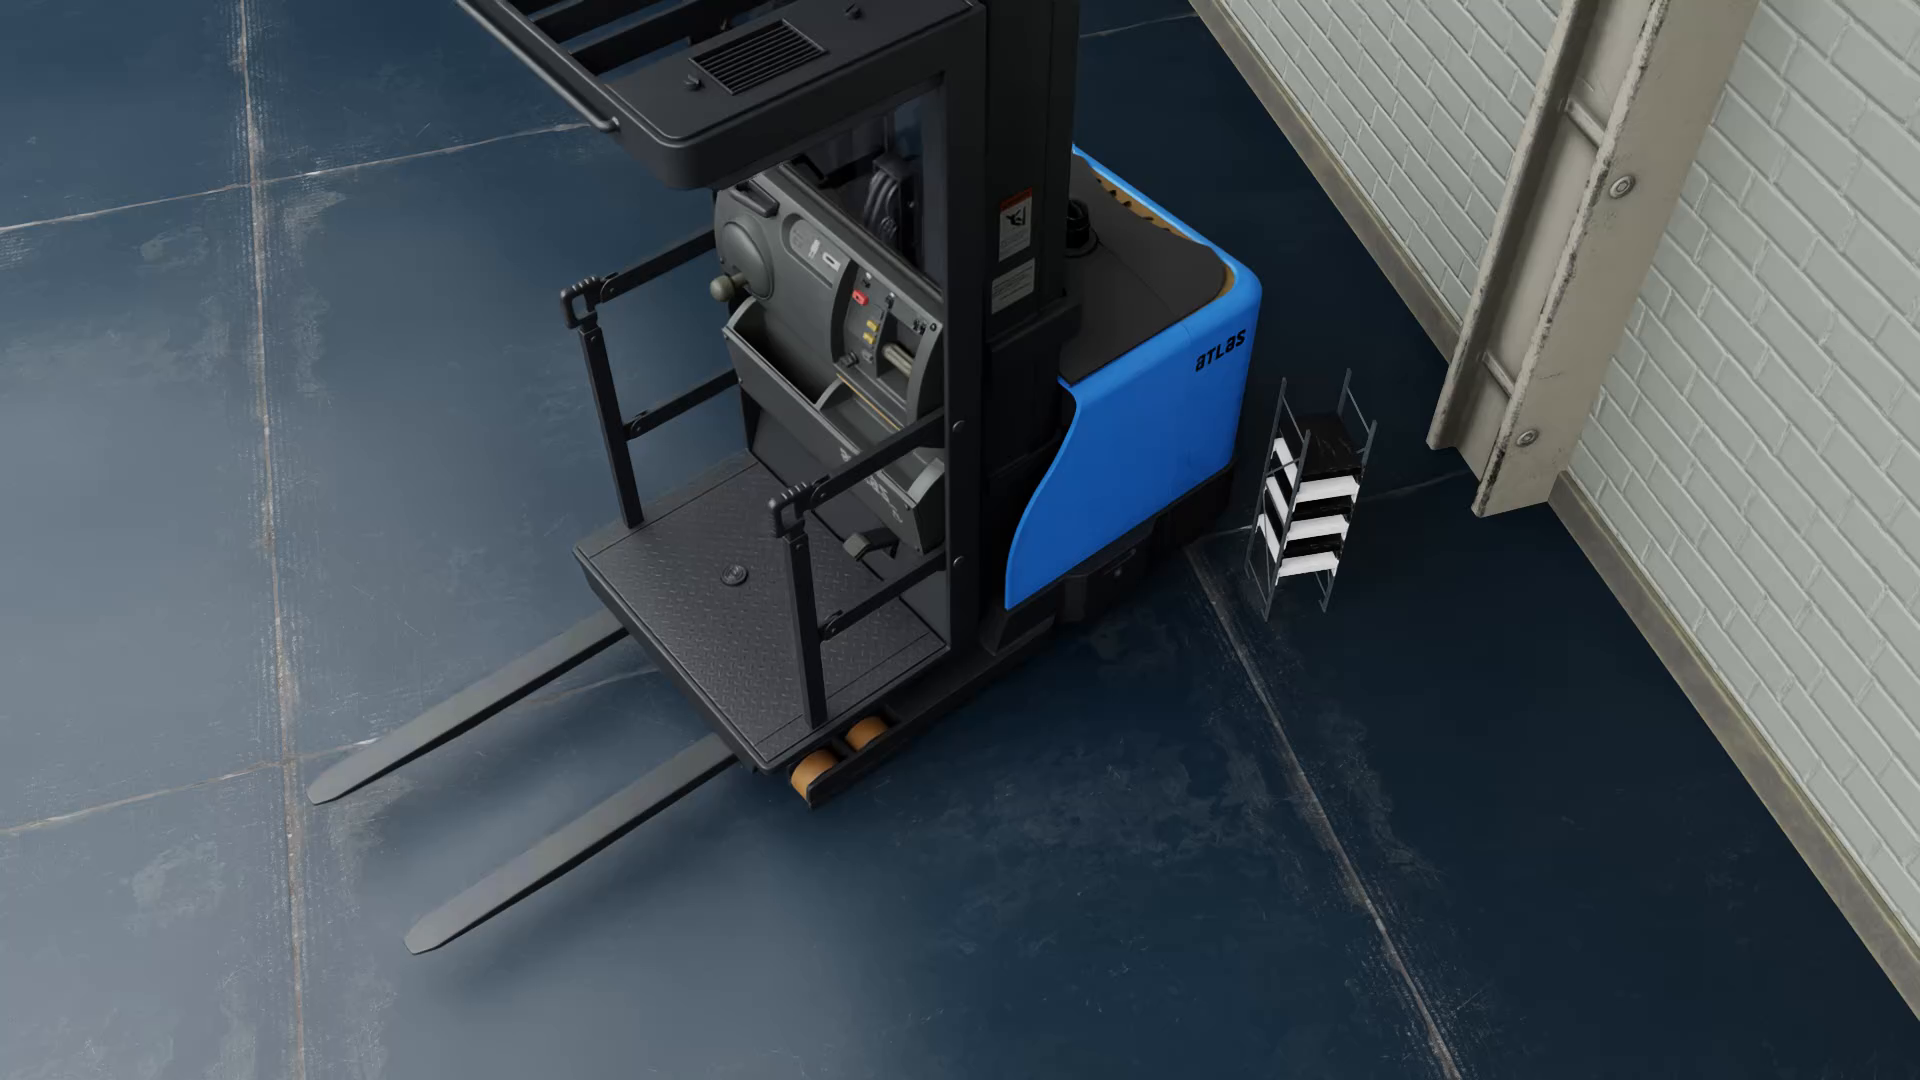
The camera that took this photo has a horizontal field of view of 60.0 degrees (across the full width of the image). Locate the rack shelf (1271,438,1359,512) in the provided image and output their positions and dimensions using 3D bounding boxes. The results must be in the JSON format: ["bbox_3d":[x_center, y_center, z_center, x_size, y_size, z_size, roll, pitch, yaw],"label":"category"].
[{"bbox_3d":[1.094,-0.218,5.153,0.200,0.077,0.258,-9,50,-7],"label":"rack shelf"}]

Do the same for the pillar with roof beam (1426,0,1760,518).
[{"bbox_3d":[-2.212,-2.184,1.705,9.100,9.000,0.400,-13,51,-11],"label":"pillar with roof beam"}]

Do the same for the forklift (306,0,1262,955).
[{"bbox_3d":[-0.527,-0.606,4.344,3.031,2.935,1.130,-32,57,-24],"label":"forklift"}]

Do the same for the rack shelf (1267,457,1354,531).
[{"bbox_3d":[1.094,-0.160,5.222,0.200,0.077,0.258,-9,50,-7],"label":"rack shelf"}]

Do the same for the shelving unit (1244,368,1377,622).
[{"bbox_3d":[1.094,-0.123,5.265,0.210,0.900,0.258,-9,50,-7],"label":"shelving unit"}]

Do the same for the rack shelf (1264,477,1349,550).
[{"bbox_3d":[1.094,-0.102,5.291,0.200,0.077,0.258,-9,50,-7],"label":"rack shelf"}]

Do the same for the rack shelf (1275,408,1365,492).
[{"bbox_3d":[1.094,-0.276,5.084,0.200,0.077,0.258,-9,50,-7],"label":"rack shelf"}]

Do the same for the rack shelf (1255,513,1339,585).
[{"bbox_3d":[1.094,0.014,5.428,0.200,0.077,0.258,-9,50,-7],"label":"rack shelf"}]

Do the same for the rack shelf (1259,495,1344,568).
[{"bbox_3d":[1.094,-0.044,5.359,0.200,0.077,0.258,-9,50,-7],"label":"rack shelf"}]

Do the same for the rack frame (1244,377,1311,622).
[{"bbox_3d":[0.994,-0.108,5.253,0.006,0.900,0.240,-9,50,-7],"label":"rack frame"}]

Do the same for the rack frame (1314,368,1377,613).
[{"bbox_3d":[1.193,-0.138,5.278,0.006,0.900,0.240,-9,50,-7],"label":"rack frame"}]
